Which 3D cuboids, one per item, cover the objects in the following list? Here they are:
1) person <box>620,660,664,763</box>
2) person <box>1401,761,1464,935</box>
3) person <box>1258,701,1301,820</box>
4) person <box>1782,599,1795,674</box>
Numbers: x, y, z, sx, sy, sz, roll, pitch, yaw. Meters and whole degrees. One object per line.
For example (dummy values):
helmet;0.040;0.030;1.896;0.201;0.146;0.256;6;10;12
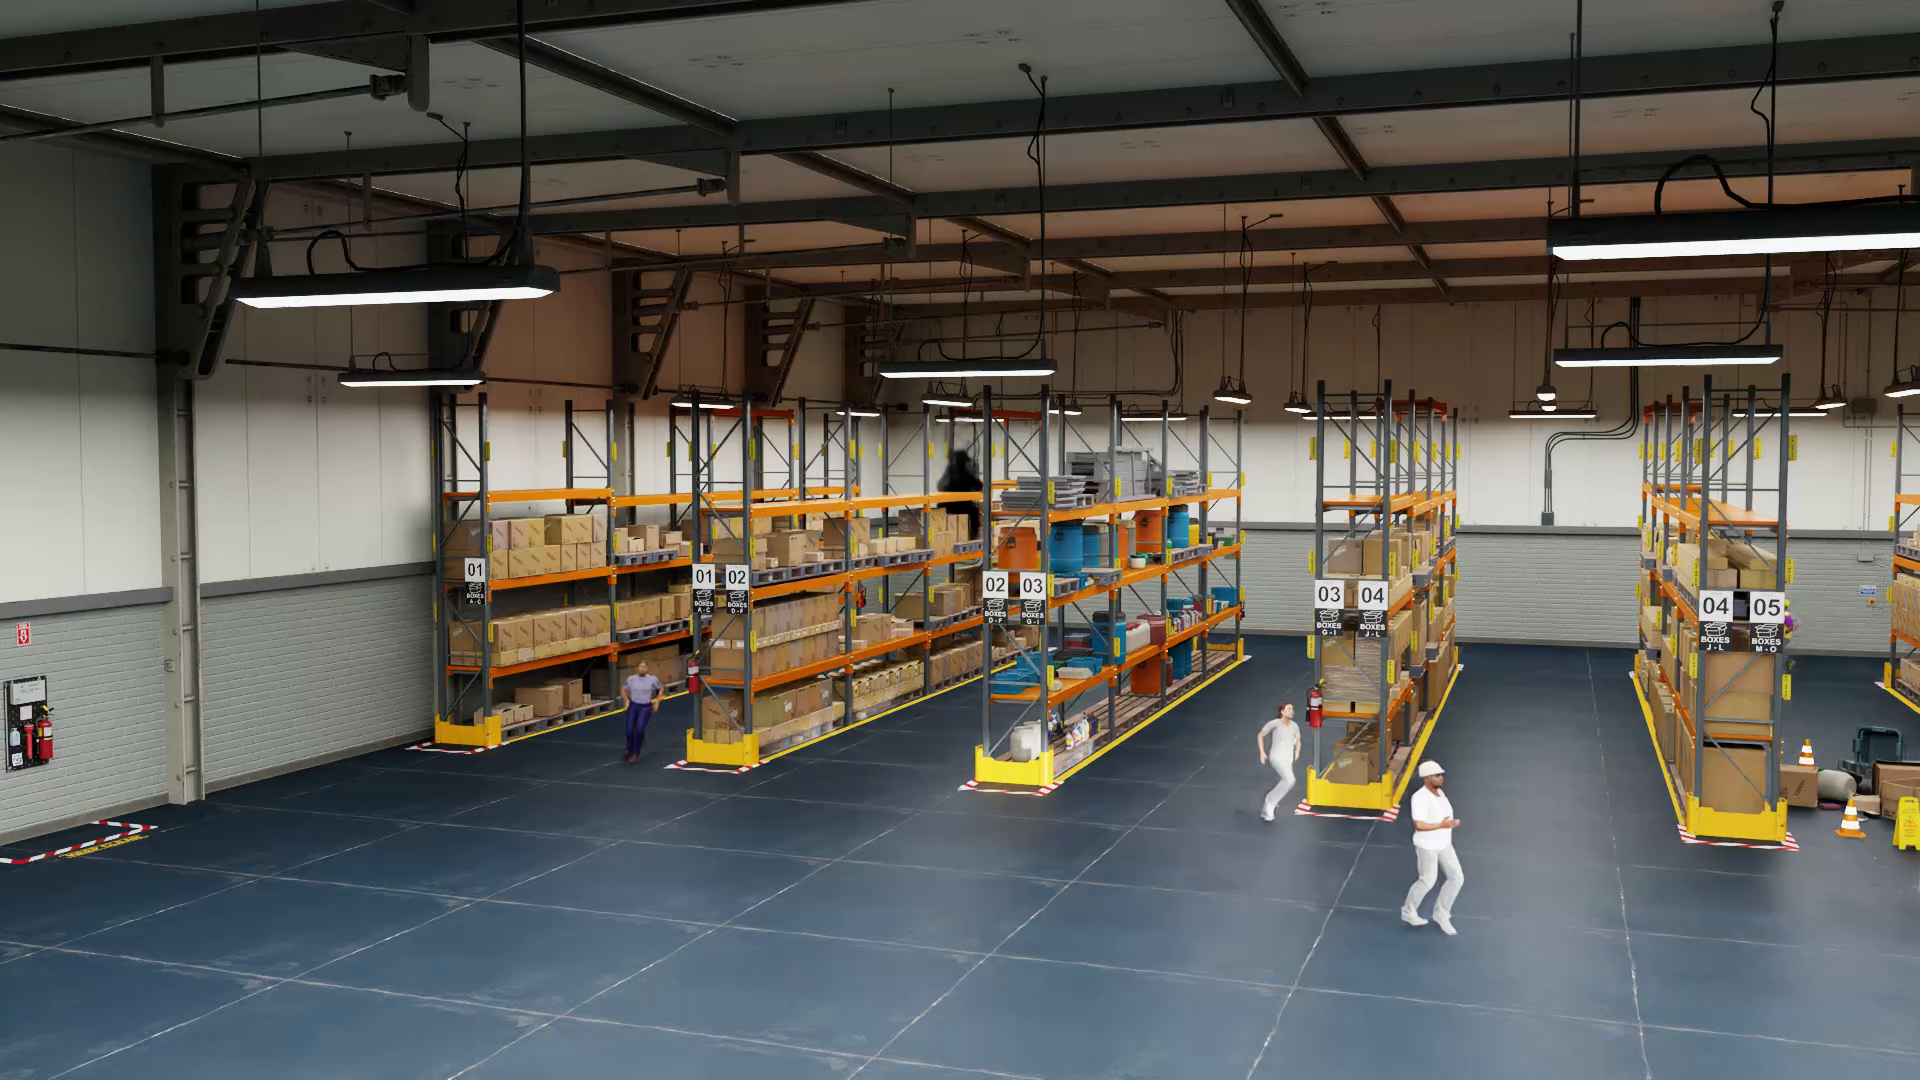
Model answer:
person;-5.184;2.780;26.940;0.689;1.651;0.677;0;3;4
person;4.929;3.204;17.267;0.673;1.812;0.706;-3;4;-43
person;4.402;2.990;22.496;0.583;1.603;0.568;-2;3;-27
person;18.284;2.173;36.944;0.576;1.721;0.681;1;3;12
